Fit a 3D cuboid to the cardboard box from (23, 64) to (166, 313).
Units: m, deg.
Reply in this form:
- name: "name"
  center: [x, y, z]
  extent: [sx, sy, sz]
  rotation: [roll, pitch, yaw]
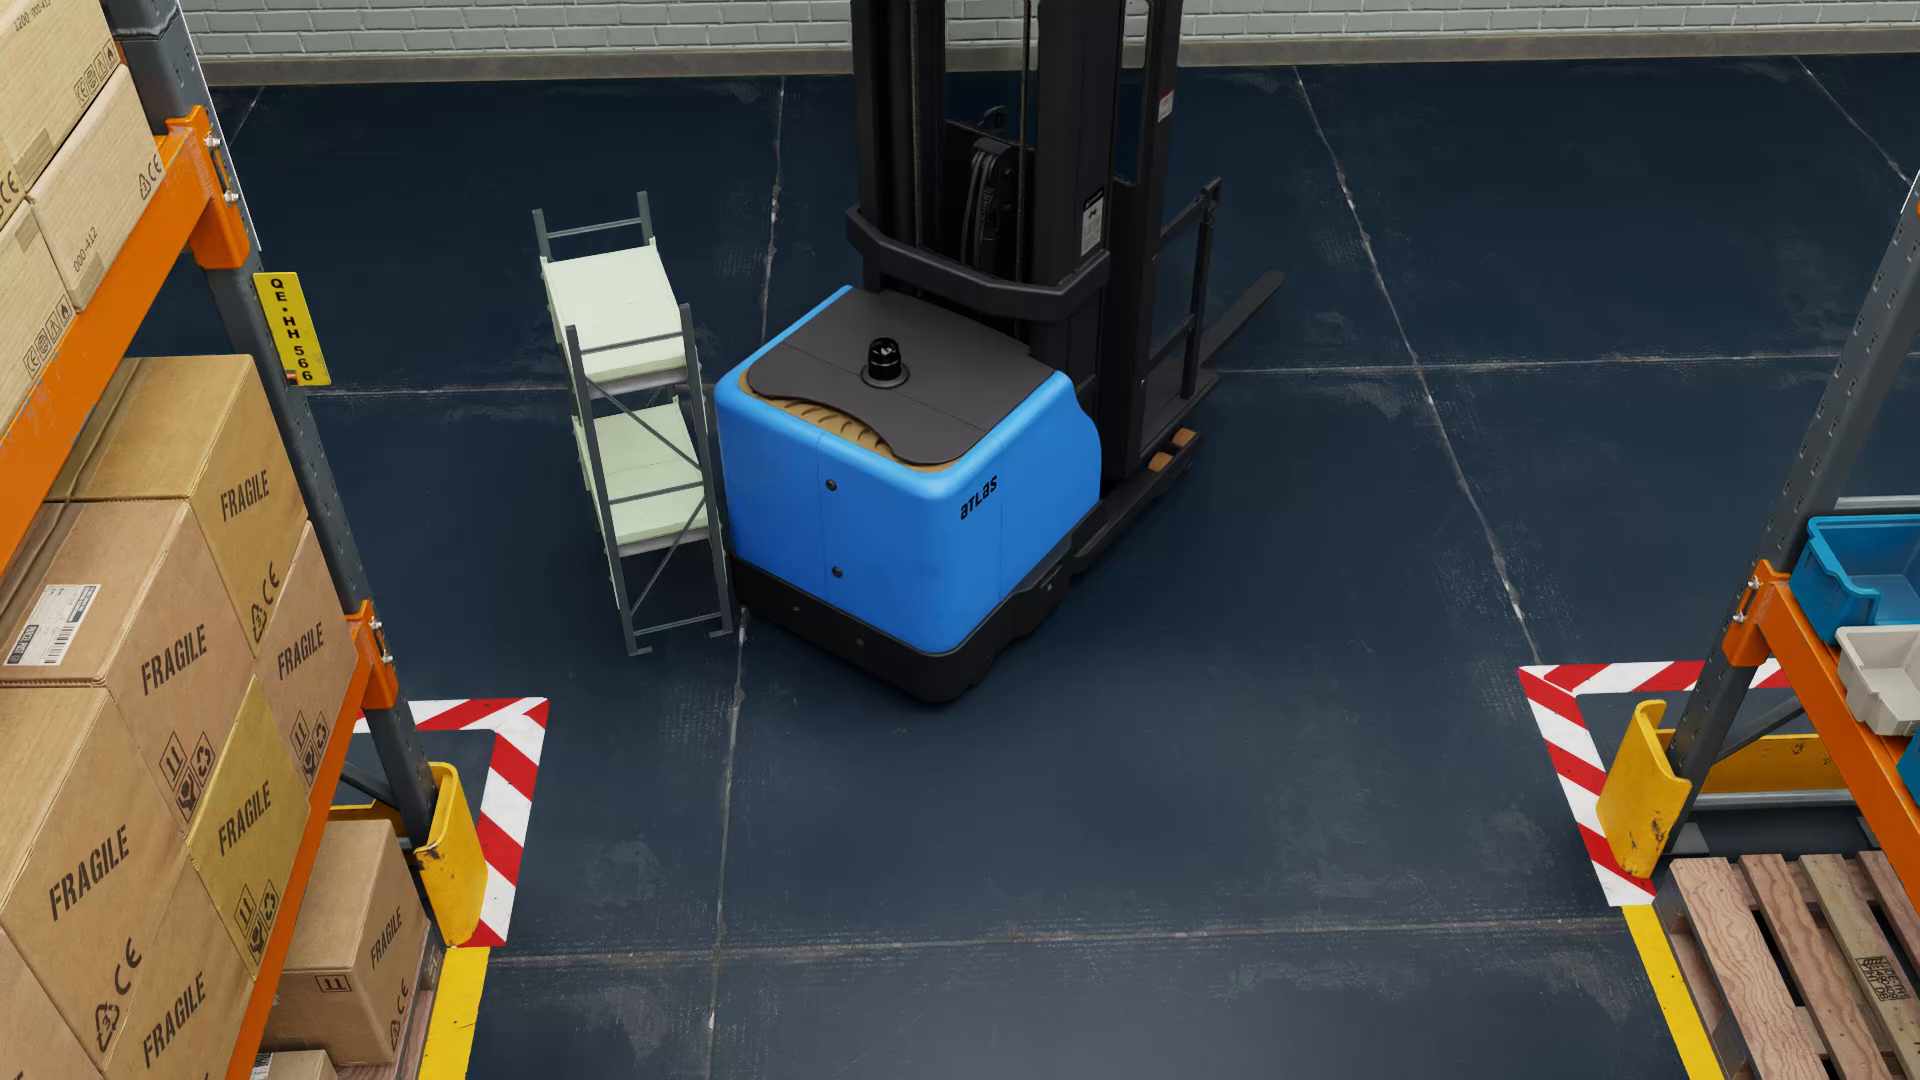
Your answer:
- name: "cardboard box"
  center: [-1.869, -0.667, 3.149]
  extent: [0.500, 0.250, 0.500]
  rotation: [-2, 43, -2]

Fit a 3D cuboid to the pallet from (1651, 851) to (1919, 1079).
- name: "pallet"
  center: [2.791, 1.490, 4.968]
  extent: [1.003, 0.211, 1.213]
  rotation: [-2, 43, -2]

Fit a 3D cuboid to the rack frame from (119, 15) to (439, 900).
- name: "rack frame"
  center: [-2.155, 0.044, 4.482]
  extent: [1.000, 3.000, 0.127]
  rotation: [-2, 43, -2]

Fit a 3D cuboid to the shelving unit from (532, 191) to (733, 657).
- name: "shelving unit"
  center: [-1.178, -0.396, 6.072]
  extent: [0.431, 1.500, 0.755]
  rotation: [-13, 44, -14]

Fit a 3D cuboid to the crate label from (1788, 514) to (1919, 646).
- name: "crate label"
  center: [2.476, 0.120, 4.479]
  extent: [0.416, 0.233, 0.303]
  rotation: [-2, 43, -2]

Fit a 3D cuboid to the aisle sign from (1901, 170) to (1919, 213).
- name: "aisle sign"
  center: [2.495, -1.094, 3.800]
  extent: [0.394, 0.787, 0.004]
  rotation: [-2, 43, -2]

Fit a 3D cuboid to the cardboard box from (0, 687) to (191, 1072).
- name: "cardboard box"
  center: [-1.812, 0.622, 3.038]
  extent: [0.500, 0.500, 0.500]
  rotation: [-1, 43, -1]

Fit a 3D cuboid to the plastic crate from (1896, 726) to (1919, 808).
- name: "plastic crate"
  center: [2.504, 0.564, 3.994]
  extent: [0.416, 0.233, 0.300]
  rotation: [-2, 43, -2]

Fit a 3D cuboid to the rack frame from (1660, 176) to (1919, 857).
- name: "rack frame"
  center: [2.794, -0.096, 4.635]
  extent: [1.000, 3.000, 0.127]
  rotation: [-2, 43, -2]

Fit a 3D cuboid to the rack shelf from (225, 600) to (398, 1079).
- name: "rack shelf"
  center: [-2.070, 1.659, 3.252]
  extent: [1.077, 0.370, 4.000]
  rotation: [-2, 43, -2]

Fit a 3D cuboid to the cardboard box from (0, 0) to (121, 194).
- name: "cardboard box"
  center: [-1.878, -0.852, 2.980]
  extent: [0.500, 0.250, 0.500]
  rotation: [-2, 43, -2]

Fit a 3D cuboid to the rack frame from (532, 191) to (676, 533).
- name: "rack frame"
  center: [-1.296, -0.630, 6.327]
  extent: [0.400, 1.500, 0.023]
  rotation: [-13, 44, -14]

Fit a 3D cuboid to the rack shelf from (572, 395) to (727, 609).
- name: "rack shelf"
  center: [-1.178, -0.155, 6.292]
  extent: [0.431, 0.370, 0.720]
  rotation: [-13, 44, -14]

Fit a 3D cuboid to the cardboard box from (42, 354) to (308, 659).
- name: "cardboard box"
  center: [-1.861, -0.069, 3.792]
  extent: [0.500, 0.500, 0.500]
  rotation: [-2, 43, -2]

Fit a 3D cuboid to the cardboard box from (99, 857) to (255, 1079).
- name: "cardboard box"
  center: [-1.822, 0.989, 3.378]
  extent: [0.500, 0.500, 0.500]
  rotation: [-1, 43, -1]

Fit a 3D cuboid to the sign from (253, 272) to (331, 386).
- name: "sign"
  center: [-1.599, -0.502, 3.987]
  extent: [0.100, 0.325, 0.005]
  rotation: [-2, 43, -2]

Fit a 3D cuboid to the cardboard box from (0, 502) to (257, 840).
- name: "cardboard box"
  center: [-1.839, 0.272, 3.420]
  extent: [0.500, 0.500, 0.500]
  rotation: [-1, 43, -1]

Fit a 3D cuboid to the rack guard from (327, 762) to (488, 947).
- name: "rack guard"
  center: [-2.151, 1.016, 5.271]
  extent: [1.175, 0.500, 0.348]
  rotation: [-2, 43, -2]

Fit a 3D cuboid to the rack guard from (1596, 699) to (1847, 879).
- name: "rack guard"
  center: [2.780, 0.810, 5.497]
  extent: [1.175, 0.500, 0.348]
  rotation: [-2, 43, -2]

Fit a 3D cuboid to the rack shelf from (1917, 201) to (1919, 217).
- name: "rack shelf"
  center: [2.879, 0.414, 2.391]
  extent: [1.077, 0.370, 4.000]
  rotation: [-2, 43, -2]

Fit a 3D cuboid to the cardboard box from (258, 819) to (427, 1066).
- name: "cardboard box"
  center: [-1.885, 1.163, 4.786]
  extent: [0.500, 0.500, 0.500]
  rotation: [-2, 43, -2]

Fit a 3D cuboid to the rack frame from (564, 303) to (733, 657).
- name: "rack frame"
  center: [-1.061, -0.161, 5.816]
  extent: [0.400, 1.500, 0.023]
  rotation: [-13, 44, -14]

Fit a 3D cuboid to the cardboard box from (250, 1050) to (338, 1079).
- name: "cardboard box"
  center: [-1.958, 1.562, 4.597]
  extent: [0.380, 0.166, 0.250]
  rotation: [-2, 43, -2]

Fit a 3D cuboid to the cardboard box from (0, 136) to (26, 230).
- name: "cardboard box"
  center: [-1.857, -0.514, 2.612]
  extent: [0.500, 0.250, 0.500]
  rotation: [-2, 43, -2]

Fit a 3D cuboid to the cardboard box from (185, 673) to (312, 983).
- name: "cardboard box"
  center: [-1.838, 0.652, 3.745]
  extent: [0.500, 0.500, 0.500]
  rotation: [-1, 43, -1]

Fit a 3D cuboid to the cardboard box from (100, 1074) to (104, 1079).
- name: "cardboard box"
  center: [-1.801, 1.329, 3.007]
  extent: [0.500, 0.500, 0.500]
  rotation: [-2, 43, -2]

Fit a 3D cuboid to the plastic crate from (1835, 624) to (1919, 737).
- name: "plastic crate"
  center: [2.407, 0.374, 4.273]
  extent: [0.250, 0.136, 0.298]
  rotation: [-2, 43, -2]

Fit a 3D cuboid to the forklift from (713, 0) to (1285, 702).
- name: "forklift"
  center: [0.382, -1.454, 6.167]
  extent: [1.130, 2.935, 3.031]
  rotation: [25, 48, 25]

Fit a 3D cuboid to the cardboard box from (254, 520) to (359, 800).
- name: "cardboard box"
  center: [-1.864, 0.301, 4.127]
  extent: [0.500, 0.500, 0.500]
  rotation: [0, 43, 0]

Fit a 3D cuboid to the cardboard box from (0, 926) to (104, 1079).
- name: "cardboard box"
  center: [-1.790, 0.968, 2.660]
  extent: [0.500, 0.500, 0.500]
  rotation: [0, 43, 0]

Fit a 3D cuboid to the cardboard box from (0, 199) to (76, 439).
- name: "cardboard box"
  center: [-1.859, -0.330, 2.781]
  extent: [0.500, 0.250, 0.500]
  rotation: [-2, 43, -2]

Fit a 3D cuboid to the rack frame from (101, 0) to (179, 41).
- name: "rack frame"
  center: [-2.155, -2.168, 2.455]
  extent: [1.000, 3.000, 0.127]
  rotation: [-2, 43, -2]

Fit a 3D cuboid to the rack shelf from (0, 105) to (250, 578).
- name: "rack shelf"
  center: [-2.070, 0.553, 2.239]
  extent: [1.077, 0.370, 4.000]
  rotation: [-2, 43, -2]

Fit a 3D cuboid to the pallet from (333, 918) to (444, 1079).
- name: "pallet"
  center: [-2.117, 1.661, 4.782]
  extent: [1.003, 0.211, 1.213]
  rotation: [-2, 43, -2]

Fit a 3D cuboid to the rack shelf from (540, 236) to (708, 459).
- name: "rack shelf"
  center: [-1.178, -0.683, 5.808]
  extent: [0.431, 0.370, 0.720]
  rotation: [-13, 44, -14]

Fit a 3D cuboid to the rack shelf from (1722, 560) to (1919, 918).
- name: "rack shelf"
  center: [2.879, 1.519, 3.405]
  extent: [1.077, 0.370, 4.000]
  rotation: [-2, 43, -2]

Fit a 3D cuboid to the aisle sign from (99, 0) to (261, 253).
- name: "aisle sign"
  center: [-1.852, -0.969, 3.664]
  extent: [0.394, 0.787, 0.004]
  rotation: [-2, 43, -2]
